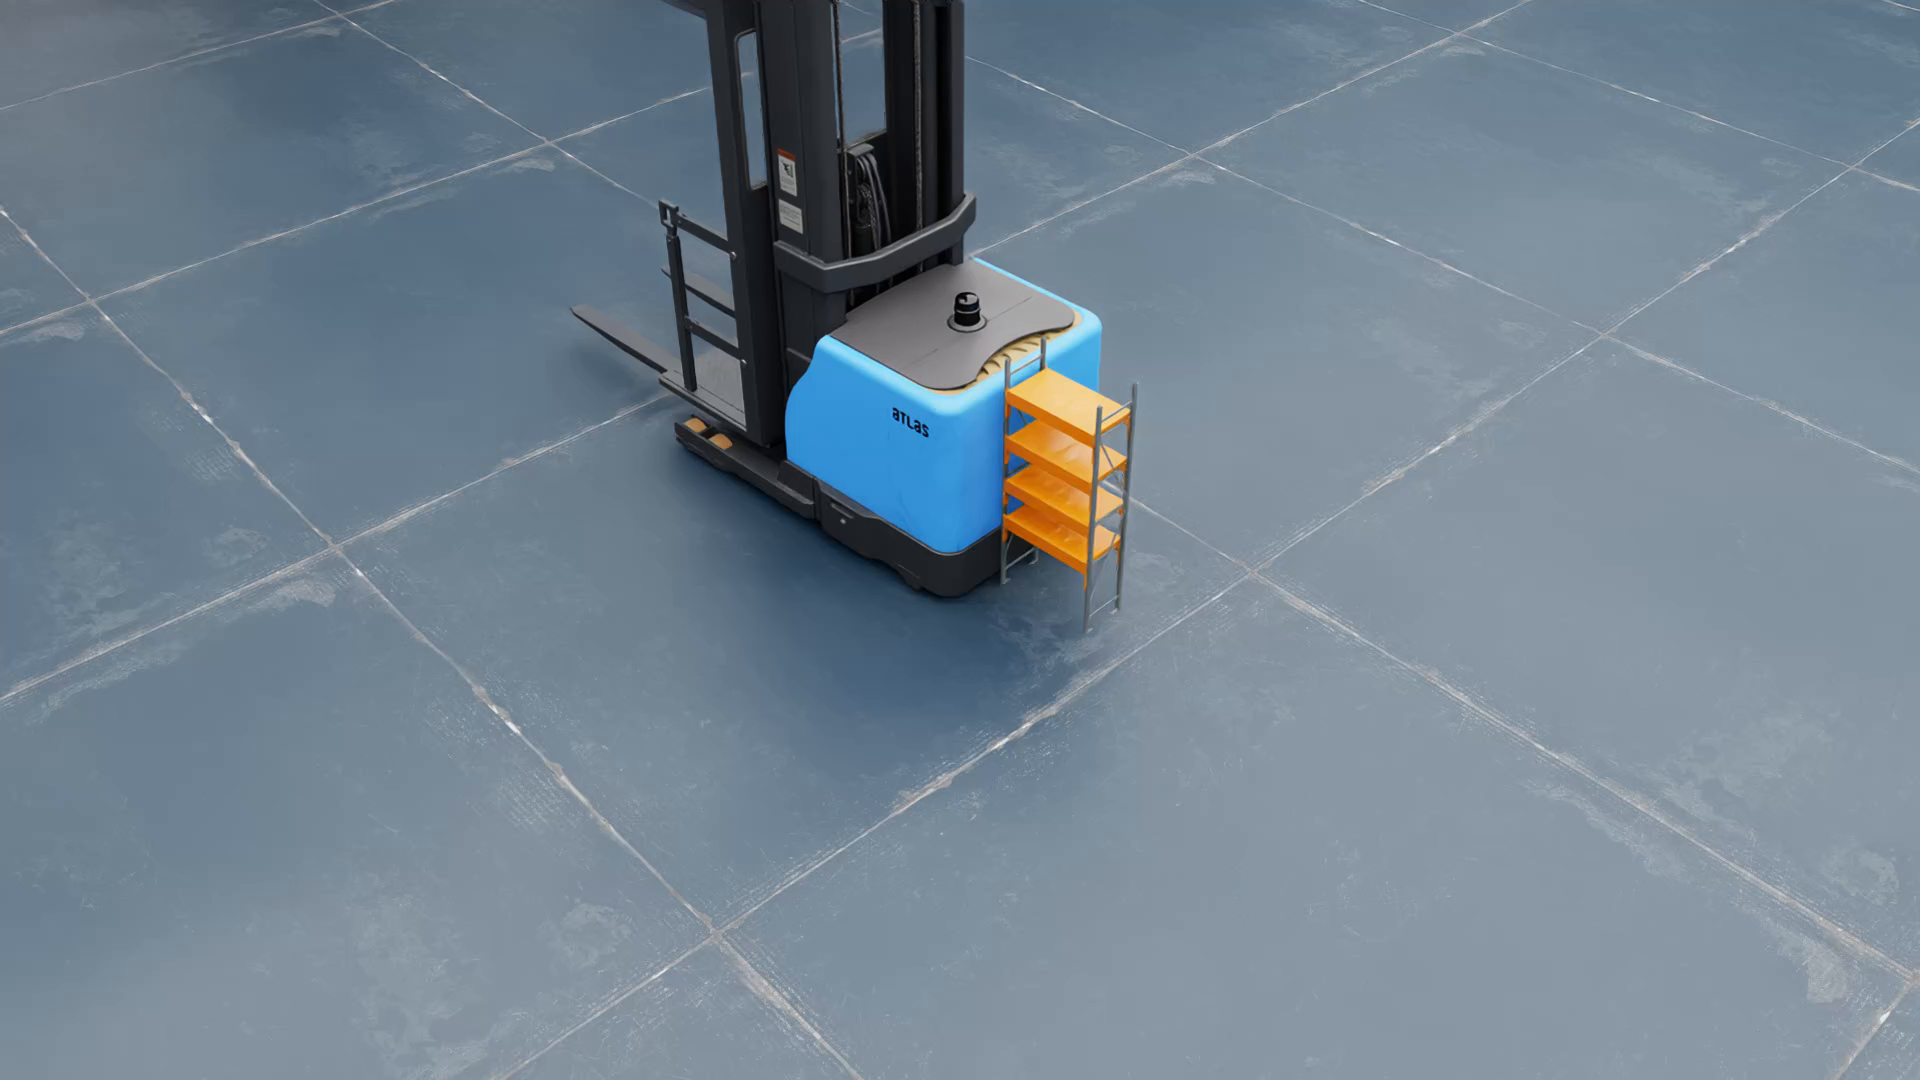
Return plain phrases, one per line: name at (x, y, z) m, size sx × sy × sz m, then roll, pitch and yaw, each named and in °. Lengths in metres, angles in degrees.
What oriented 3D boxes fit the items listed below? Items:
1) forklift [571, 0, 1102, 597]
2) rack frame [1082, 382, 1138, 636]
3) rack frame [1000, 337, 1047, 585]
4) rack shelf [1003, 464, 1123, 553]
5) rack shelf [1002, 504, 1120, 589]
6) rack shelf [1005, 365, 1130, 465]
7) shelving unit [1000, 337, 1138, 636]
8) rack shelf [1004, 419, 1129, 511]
forklift at (-0.773, -1.703, 7.526) m, size 3.031 × 2.935 × 1.130 m, roll 31°, pitch 48°, yaw 33°
rack frame at (0.621, -0.106, 6.927) m, size 0.015 × 1.200 × 0.240 m, roll 31°, pitch 48°, yaw 33°
rack frame at (0.270, -0.319, 7.190) m, size 0.015 × 1.200 × 0.240 m, roll 31°, pitch 48°, yaw 33°
rack shelf at (0.446, -0.160, 7.101) m, size 0.480 × 0.148 × 0.258 m, roll 31°, pitch 48°, yaw 33°
rack shelf at (0.446, -0.006, 7.226) m, size 0.480 × 0.148 × 0.258 m, roll 31°, pitch 48°, yaw 33°
rack shelf at (0.446, -0.519, 6.812) m, size 0.480 × 0.148 × 0.258 m, roll 31°, pitch 48°, yaw 33°
shelving unit at (0.446, -0.213, 7.059) m, size 0.503 × 1.200 × 0.258 m, roll 31°, pitch 48°, yaw 33°
rack shelf at (0.446, -0.334, 6.960) m, size 0.480 × 0.148 × 0.258 m, roll 31°, pitch 48°, yaw 33°
